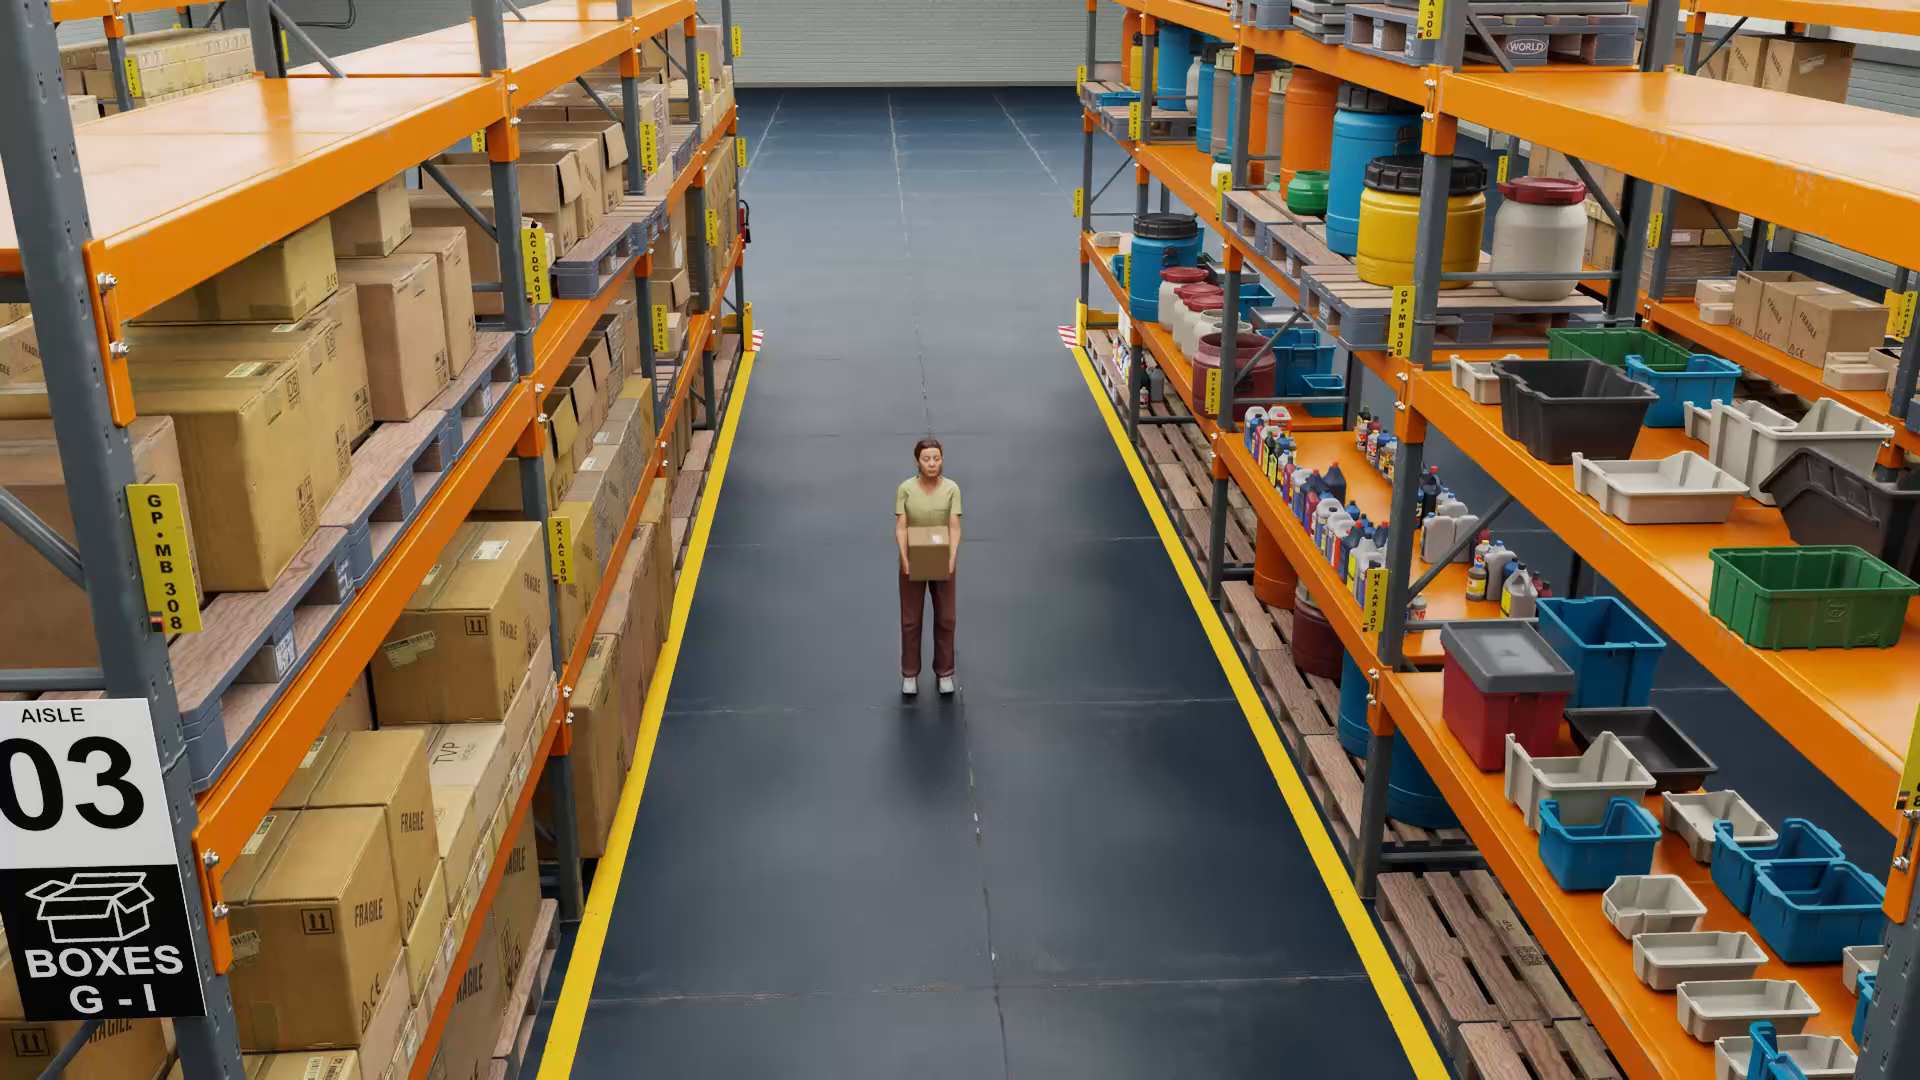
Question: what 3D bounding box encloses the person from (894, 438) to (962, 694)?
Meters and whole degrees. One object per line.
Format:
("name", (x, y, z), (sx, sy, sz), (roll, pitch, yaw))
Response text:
("person", (-0.196, 0.188, 10.588), (0.431, 1.664, 0.550), (-1, 21, -3))
